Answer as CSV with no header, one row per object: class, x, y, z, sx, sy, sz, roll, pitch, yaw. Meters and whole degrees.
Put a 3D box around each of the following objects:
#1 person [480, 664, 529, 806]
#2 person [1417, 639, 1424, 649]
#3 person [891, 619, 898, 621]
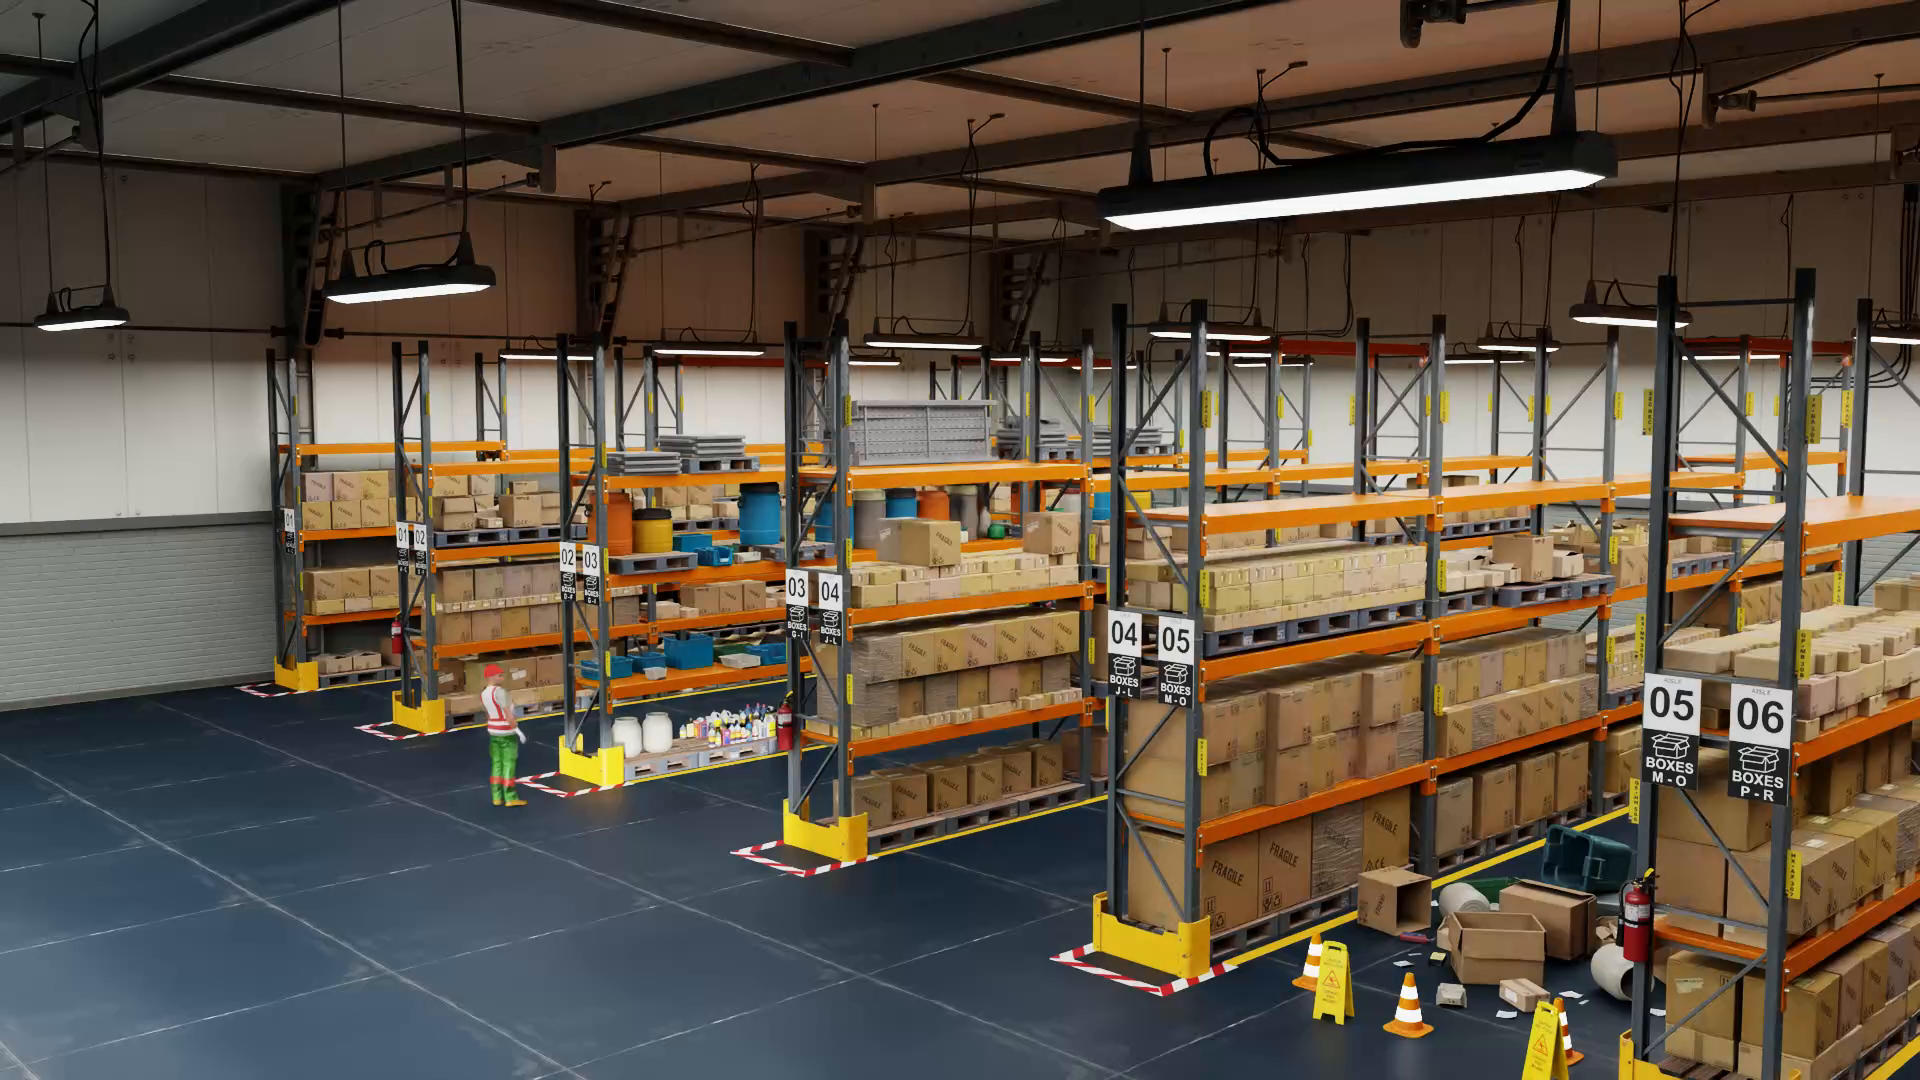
person,-5.733,2.461,20.978,0.674,1.791,0.418,4,6,38
person,6.884,2.211,24.628,0.422,1.635,0.974,5,7,43
person,-0.877,1.841,27.974,0.683,1.770,0.707,1,5,12
